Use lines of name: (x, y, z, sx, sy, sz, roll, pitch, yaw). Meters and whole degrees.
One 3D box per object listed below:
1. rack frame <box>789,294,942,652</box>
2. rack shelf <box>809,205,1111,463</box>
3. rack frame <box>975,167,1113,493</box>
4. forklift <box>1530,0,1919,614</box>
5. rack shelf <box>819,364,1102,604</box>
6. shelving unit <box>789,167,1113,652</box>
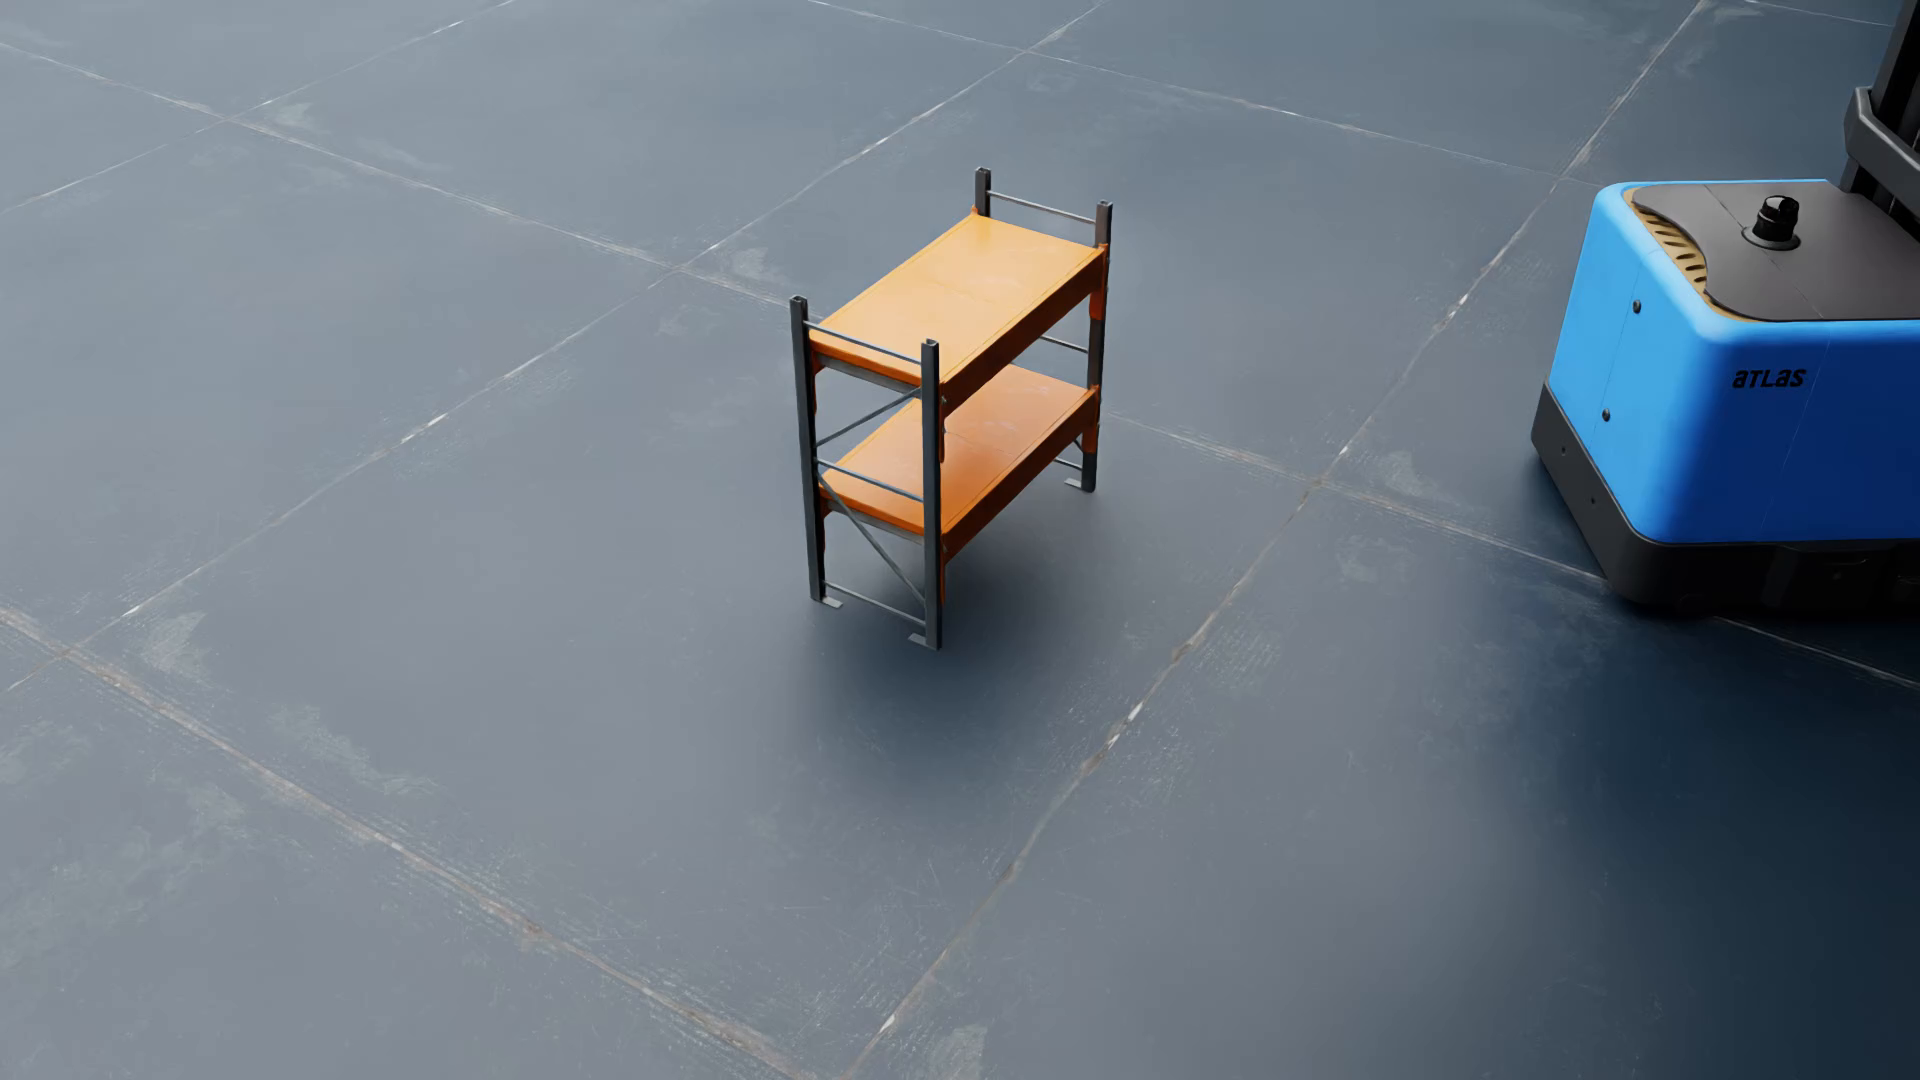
rack frame: (-0.276, -0.180, 5.062, 0.500, 1.125, 0.032, 21, 42, 25)
rack shelf: (-0.004, -0.674, 5.223, 0.538, 0.278, 1.000, 21, 42, 25)
rack frame: (0.269, -0.704, 5.742, 0.500, 1.125, 0.032, 21, 42, 25)
forklift: (3.628, -1.247, 4.967, 3.031, 2.935, 1.130, -1, 38, -2)
rack shelf: (-0.004, -0.248, 5.551, 0.538, 0.278, 1.000, 21, 42, 25)
shelving unit: (-0.004, -0.442, 5.402, 0.538, 1.125, 1.048, 21, 42, 25)
